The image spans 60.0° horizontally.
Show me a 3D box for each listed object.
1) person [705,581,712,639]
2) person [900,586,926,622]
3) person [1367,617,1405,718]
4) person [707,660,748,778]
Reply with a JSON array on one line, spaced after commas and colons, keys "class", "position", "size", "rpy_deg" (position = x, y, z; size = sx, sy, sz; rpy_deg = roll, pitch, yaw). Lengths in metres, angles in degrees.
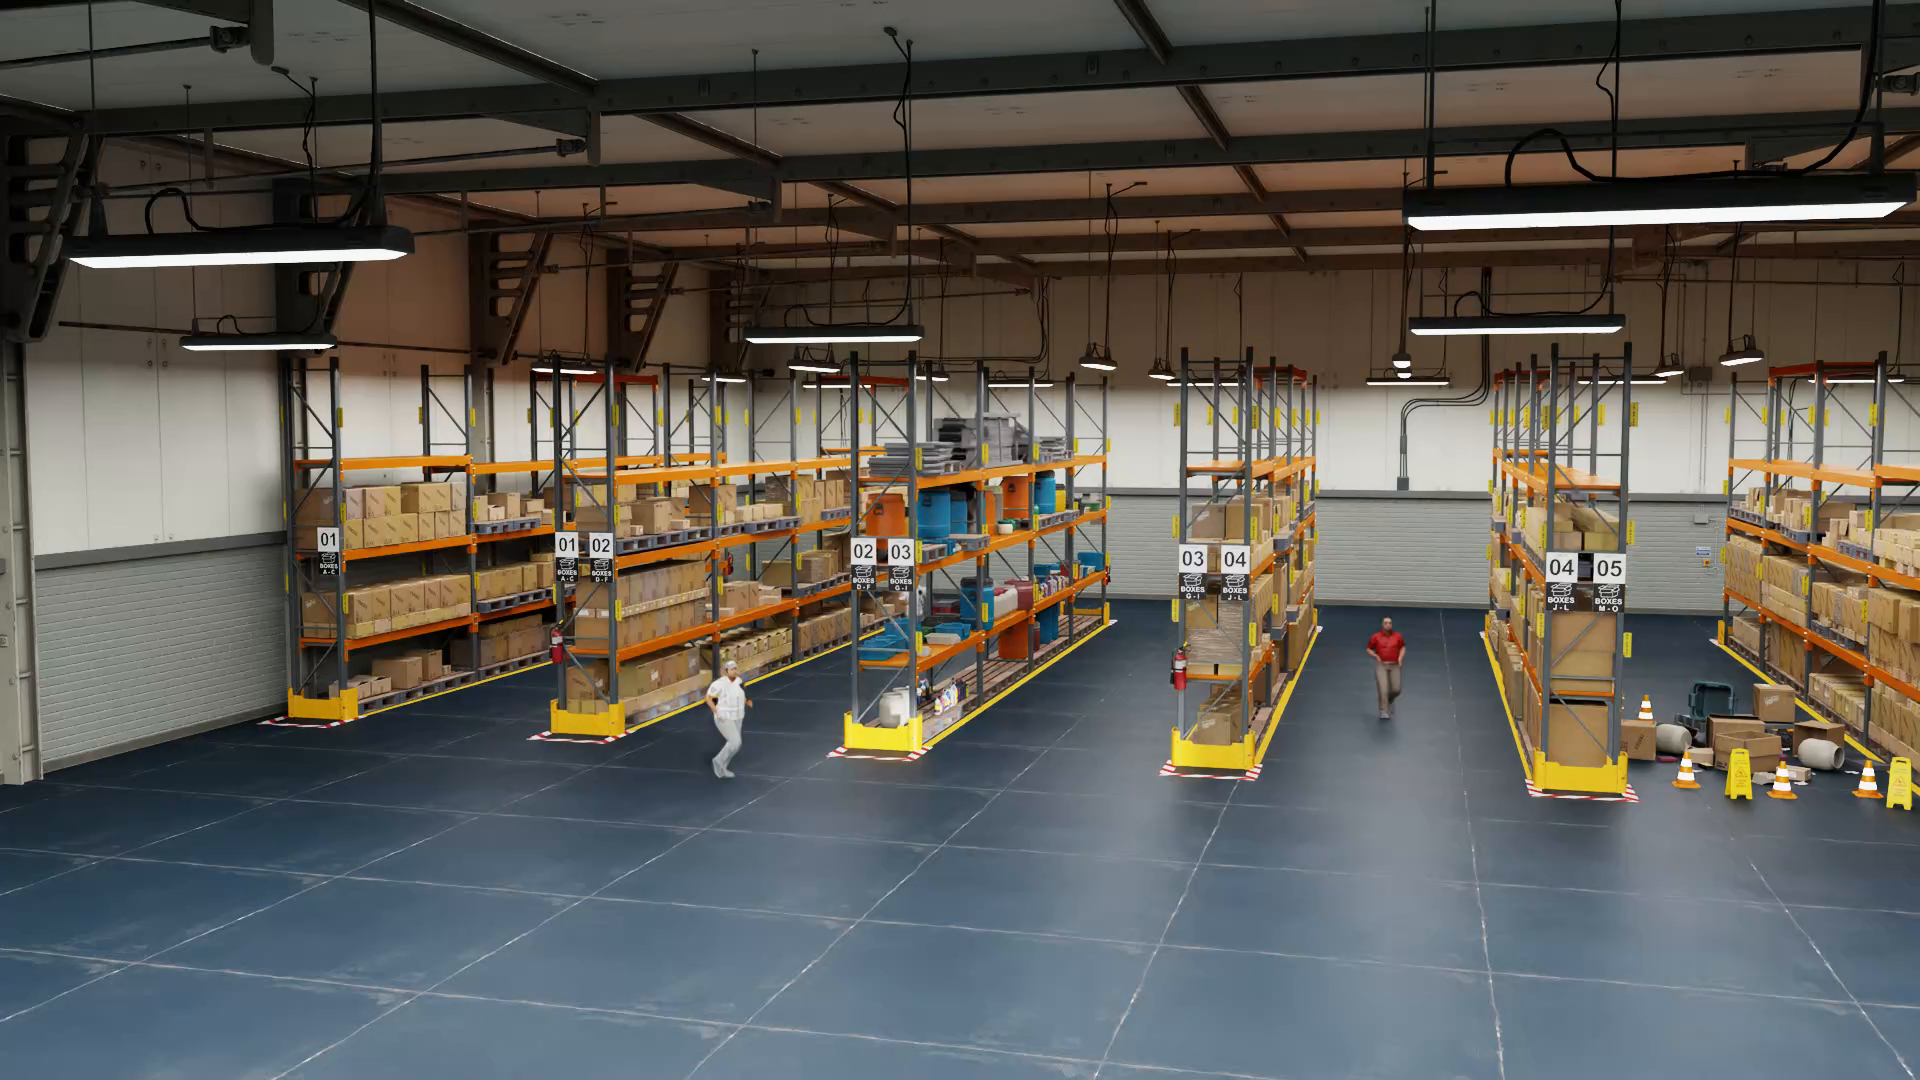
[{"class": "person", "position": [-5.279, 1.643, 35.220], "size": [0.531, 1.557, 0.539], "rpy_deg": [1, 4, 8]}, {"class": "person", "position": [-0.883, 1.613, 32.100], "size": [0.565, 1.498, 0.808], "rpy_deg": [1, 4, 10]}, {"class": "person", "position": [7.113, 2.128, 27.679], "size": [0.657, 1.676, 0.617], "rpy_deg": [0, 4, 3]}, {"class": "person", "position": [-3.210, 2.483, 23.137], "size": [0.473, 1.636, 0.560], "rpy_deg": [3, 5, 37]}]
